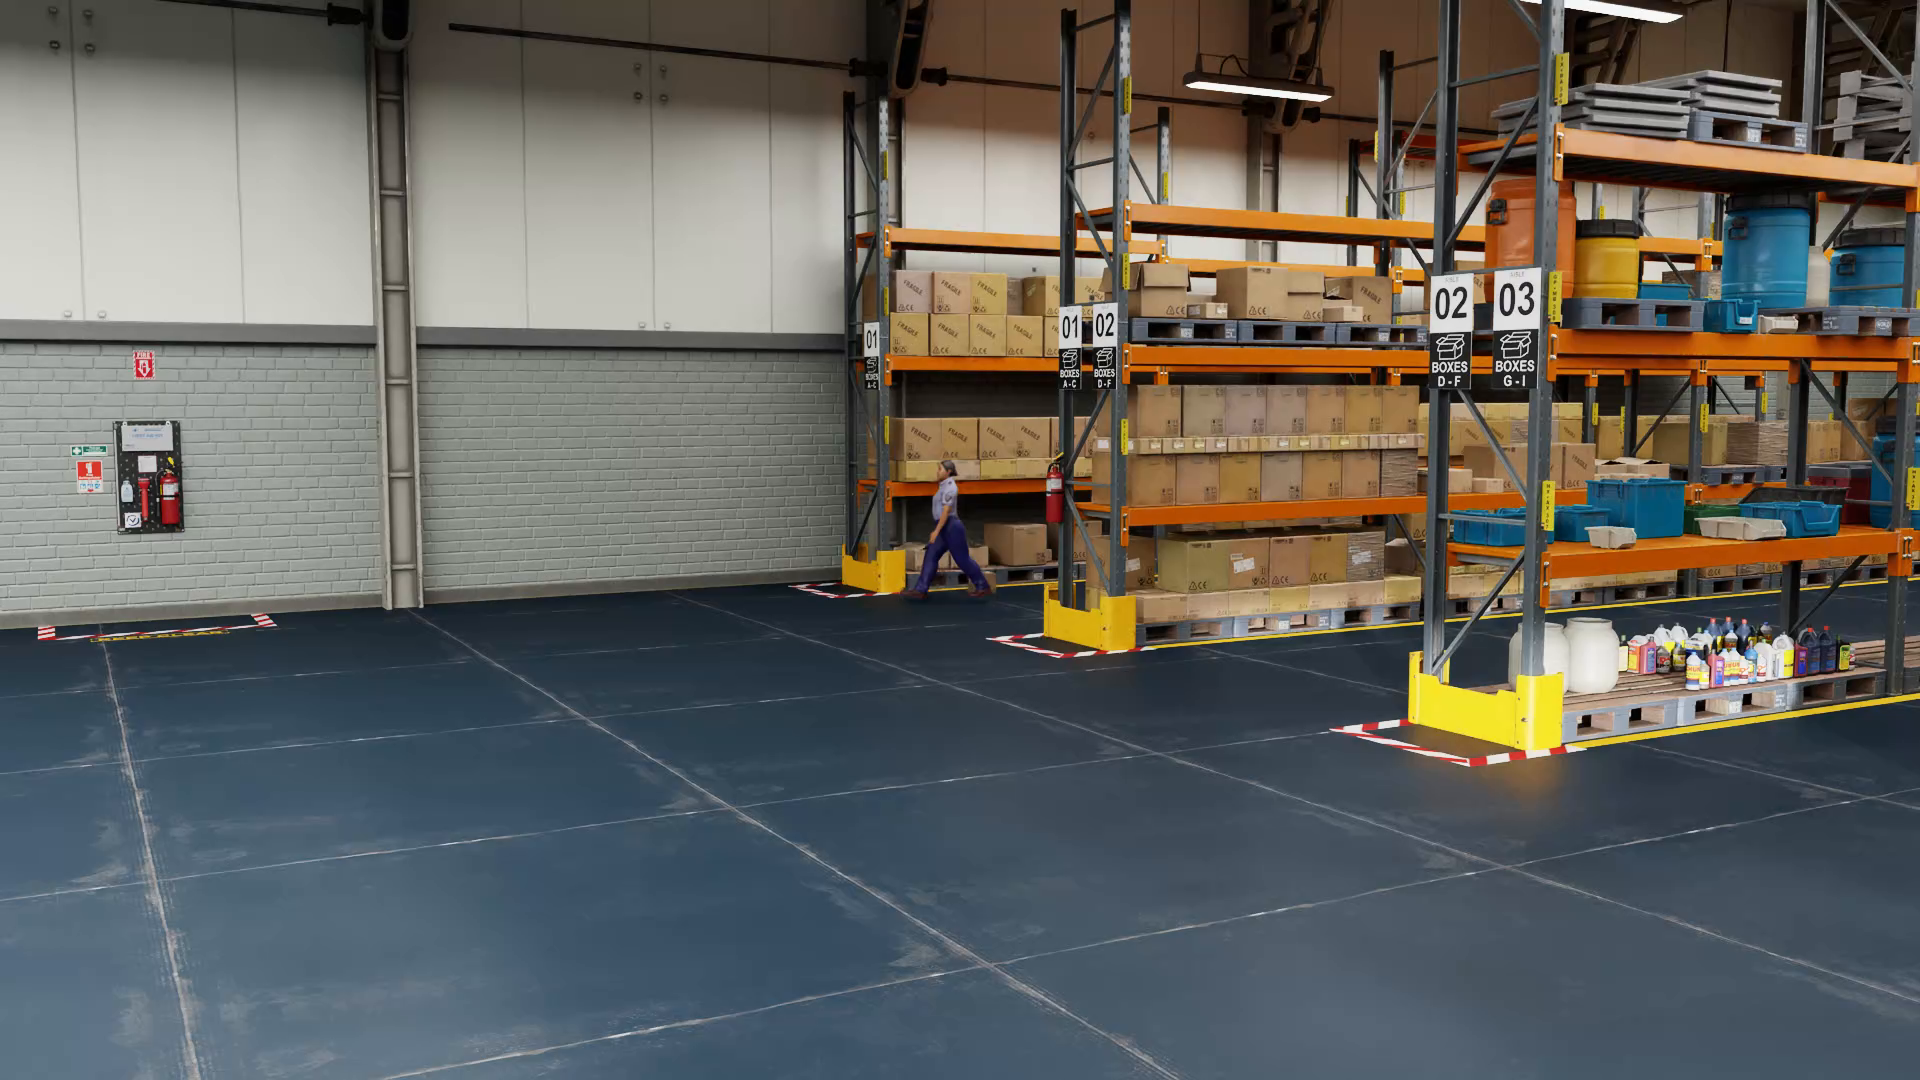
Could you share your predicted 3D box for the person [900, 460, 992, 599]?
[{"bbox_3d":[-0.156,-0.112,18.888,1.036,1.595,0.515,-1,5,-9],"label":"person"}]
